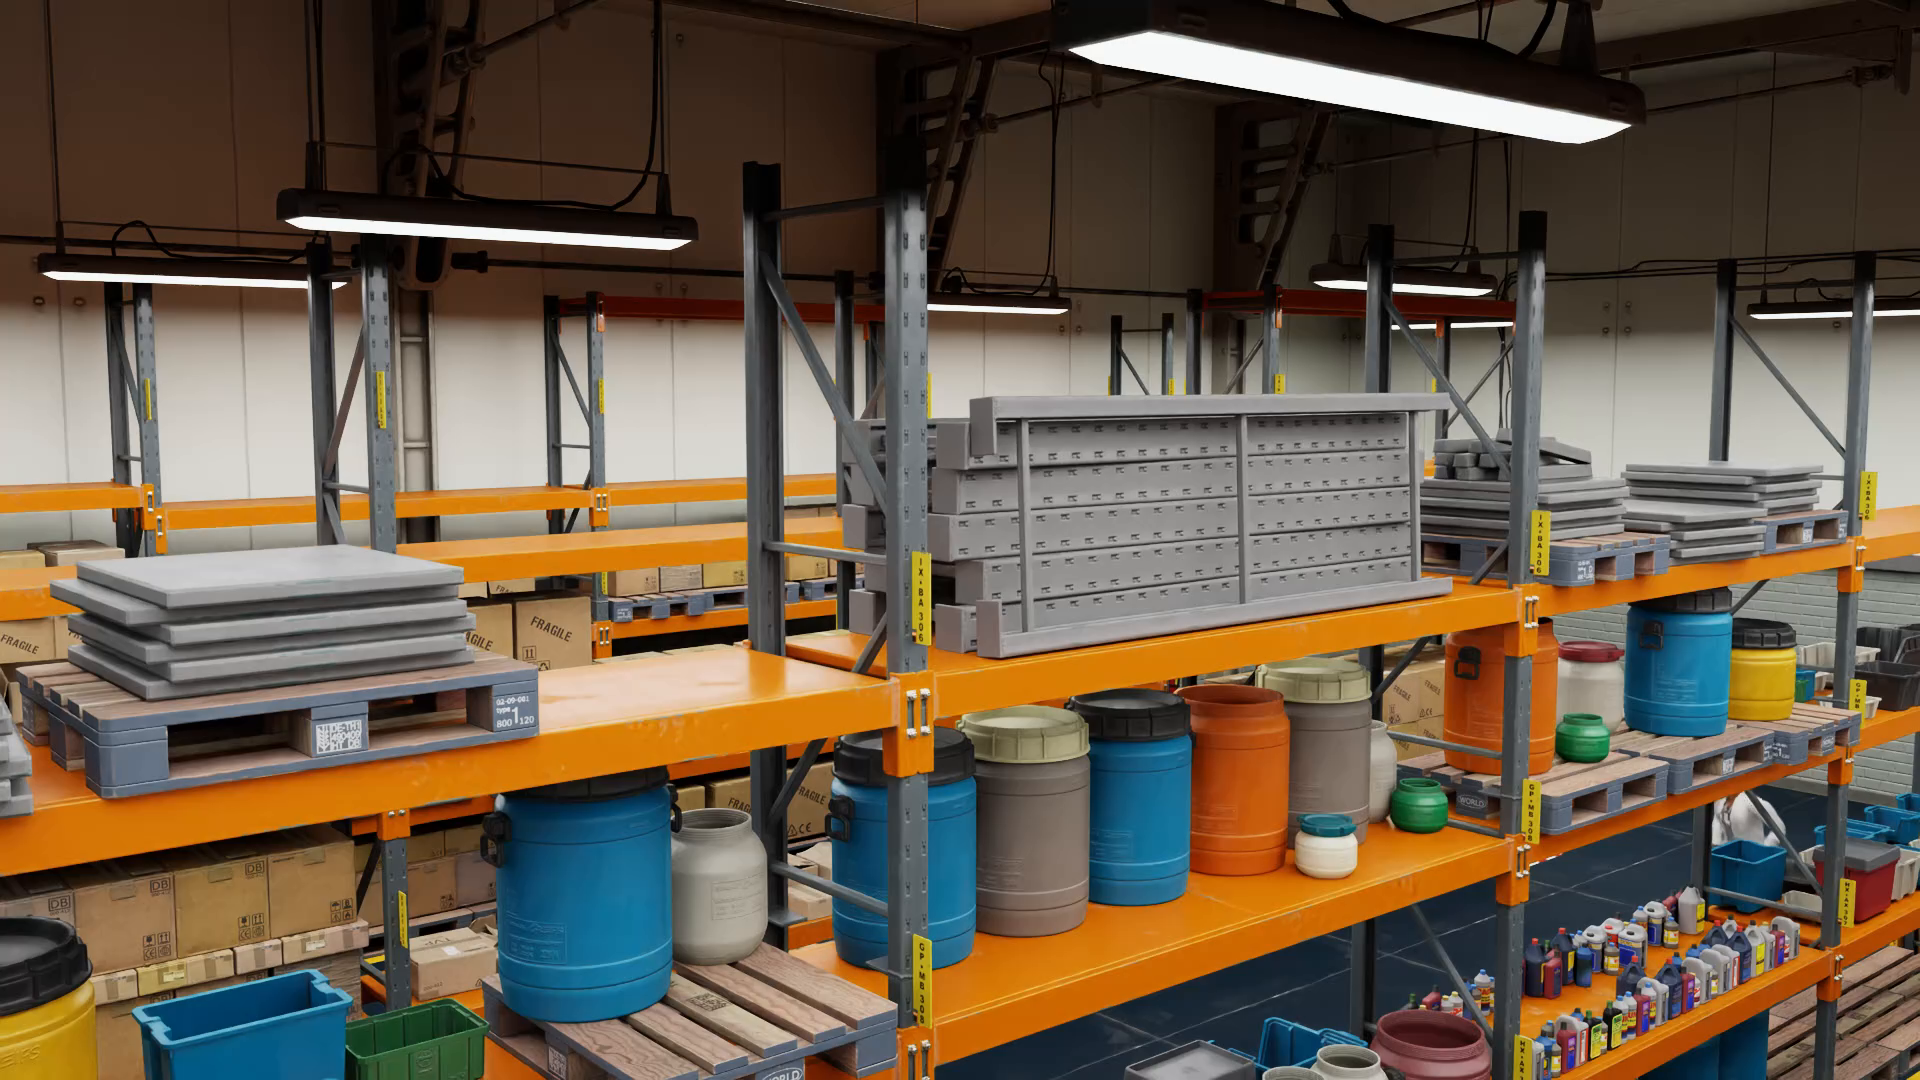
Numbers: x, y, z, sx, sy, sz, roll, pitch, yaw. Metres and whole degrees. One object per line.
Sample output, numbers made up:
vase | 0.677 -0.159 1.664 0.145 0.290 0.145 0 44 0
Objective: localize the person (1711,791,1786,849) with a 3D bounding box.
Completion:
person | 7.151 2.886 15.076 0.629 1.687 0.752 -3 6 -28
